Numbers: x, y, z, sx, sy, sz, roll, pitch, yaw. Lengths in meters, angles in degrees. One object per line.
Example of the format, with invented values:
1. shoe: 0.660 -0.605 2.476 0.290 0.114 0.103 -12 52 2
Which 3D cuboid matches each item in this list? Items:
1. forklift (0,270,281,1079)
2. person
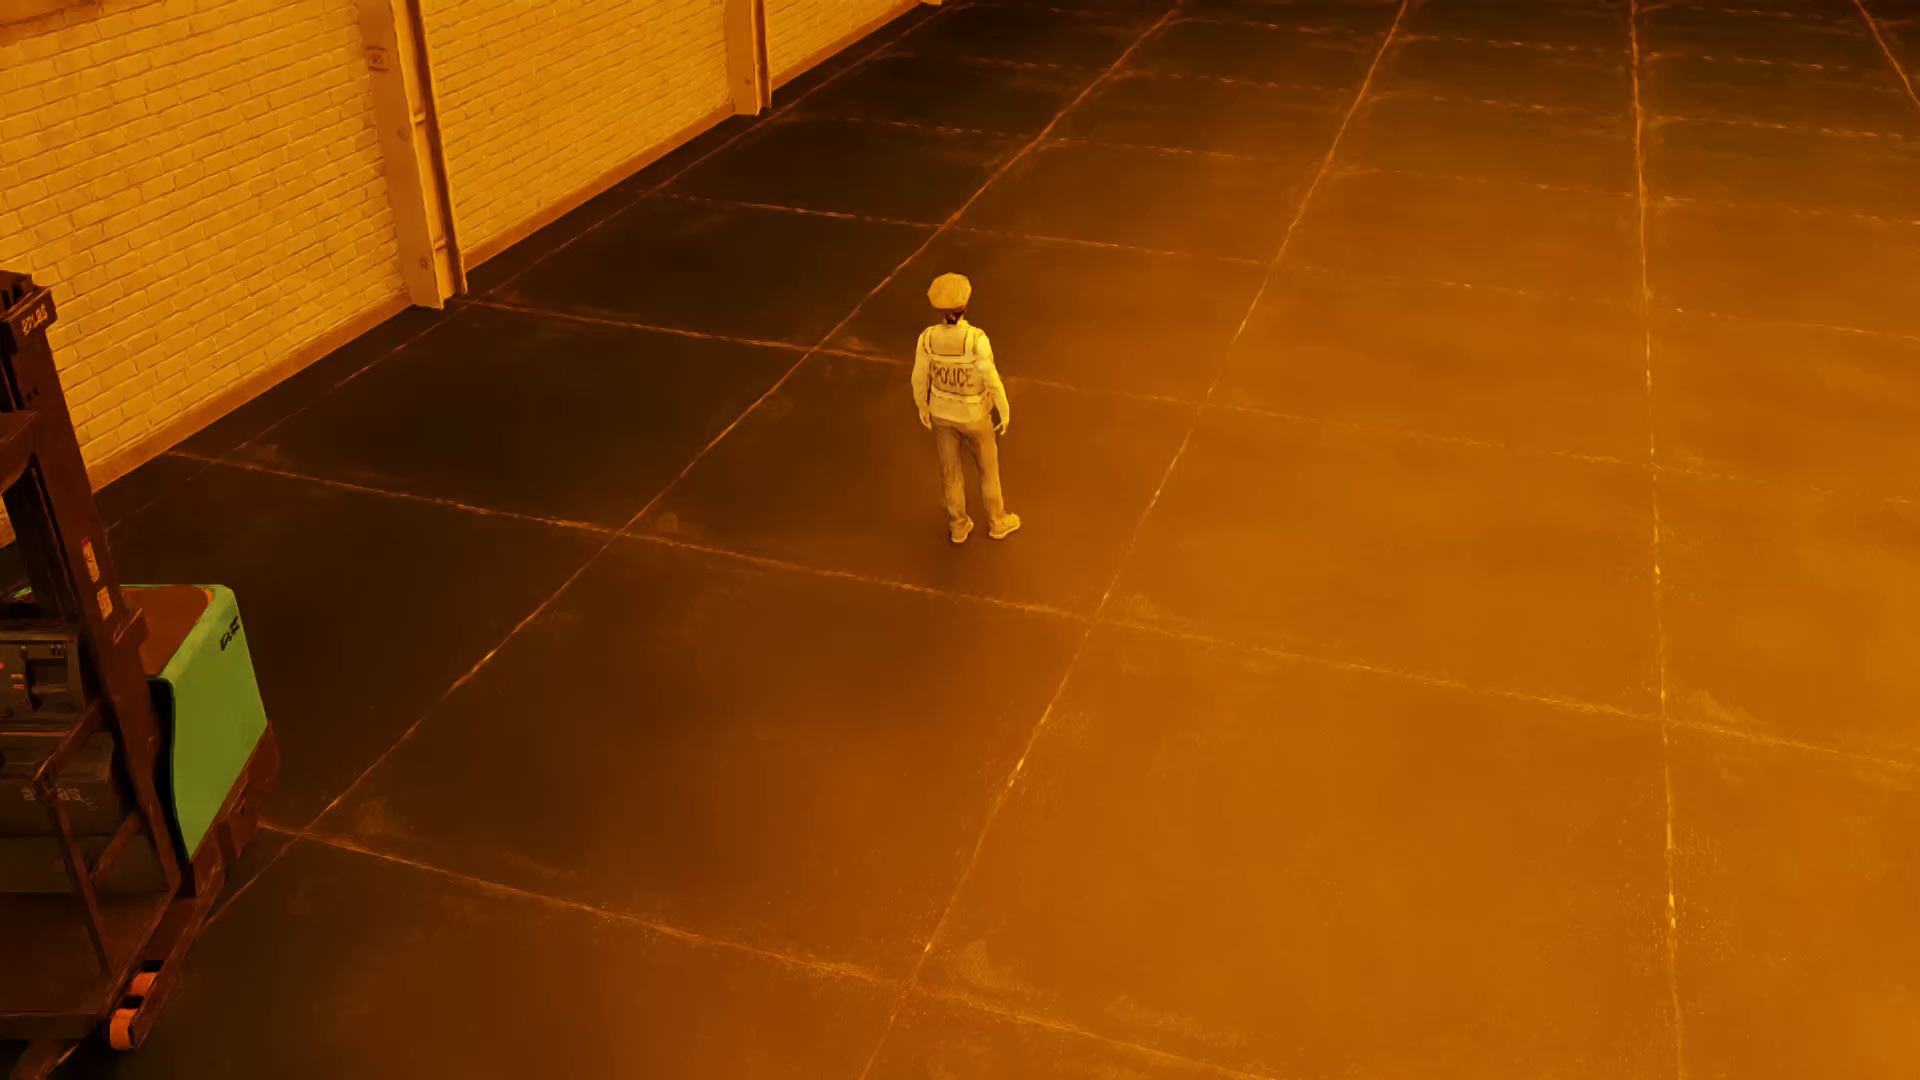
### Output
1. forklift: -3.781 0.588 6.105 1.130 2.935 3.031 -1 30 -1
2. person: 0.029 -0.773 9.727 0.586 1.695 0.533 10 31 16
